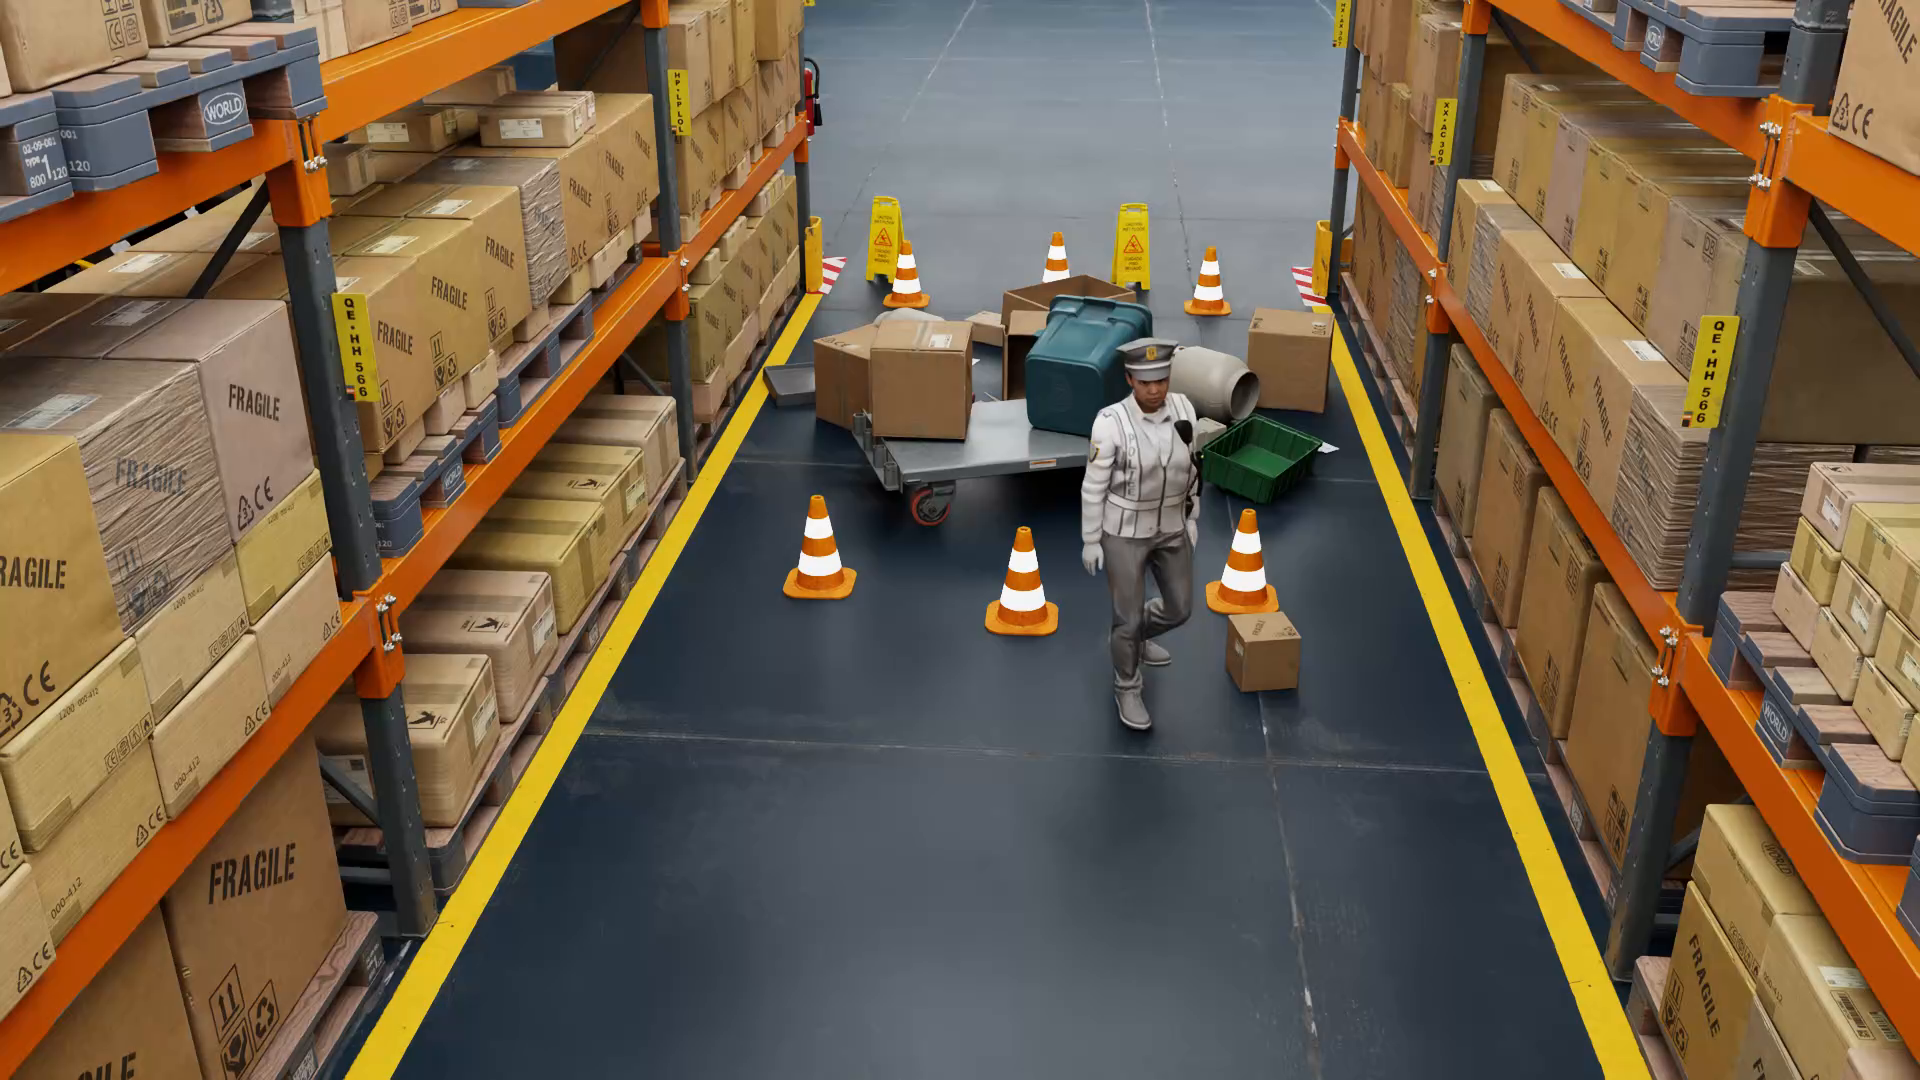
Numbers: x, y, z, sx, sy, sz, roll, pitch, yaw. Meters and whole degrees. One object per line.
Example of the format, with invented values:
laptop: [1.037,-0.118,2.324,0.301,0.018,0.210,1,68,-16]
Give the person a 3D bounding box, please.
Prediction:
person: [0.712,-0.061,6.723,0.534,1.674,0.528,-10,27,-21]
